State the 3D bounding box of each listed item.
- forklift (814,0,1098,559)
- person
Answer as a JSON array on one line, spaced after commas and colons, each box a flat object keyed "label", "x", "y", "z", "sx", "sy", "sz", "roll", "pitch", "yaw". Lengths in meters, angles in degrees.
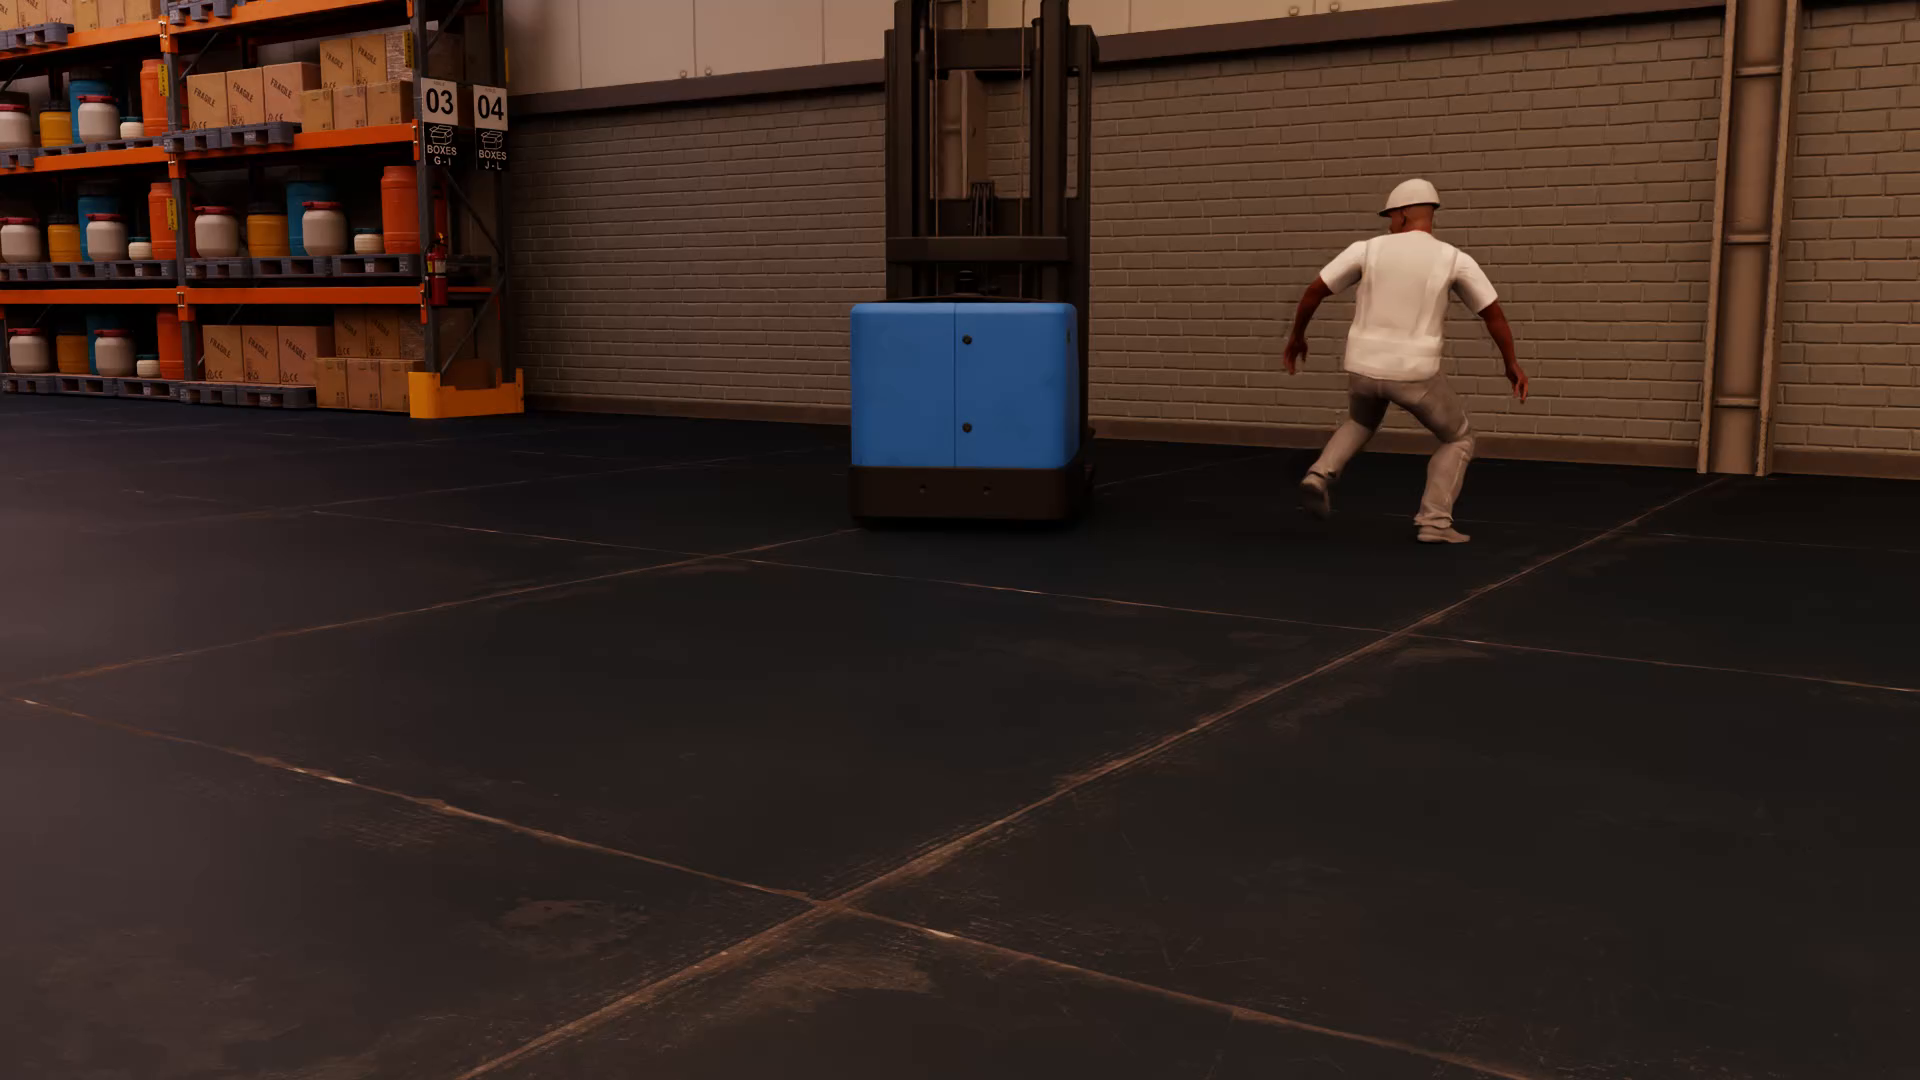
[{"label": "forklift", "x": -0.130, "y": -1.541, "z": 8.027, "sx": 1.130, "sy": 2.935, "sz": 3.031, "roll": -1, "pitch": 8, "yaw": -7}, {"label": "person", "x": 3.330, "y": -0.870, "z": 7.676, "sx": 0.563, "sy": 1.792, "sz": 0.663, "roll": 0, "pitch": 8, "yaw": -1}]
